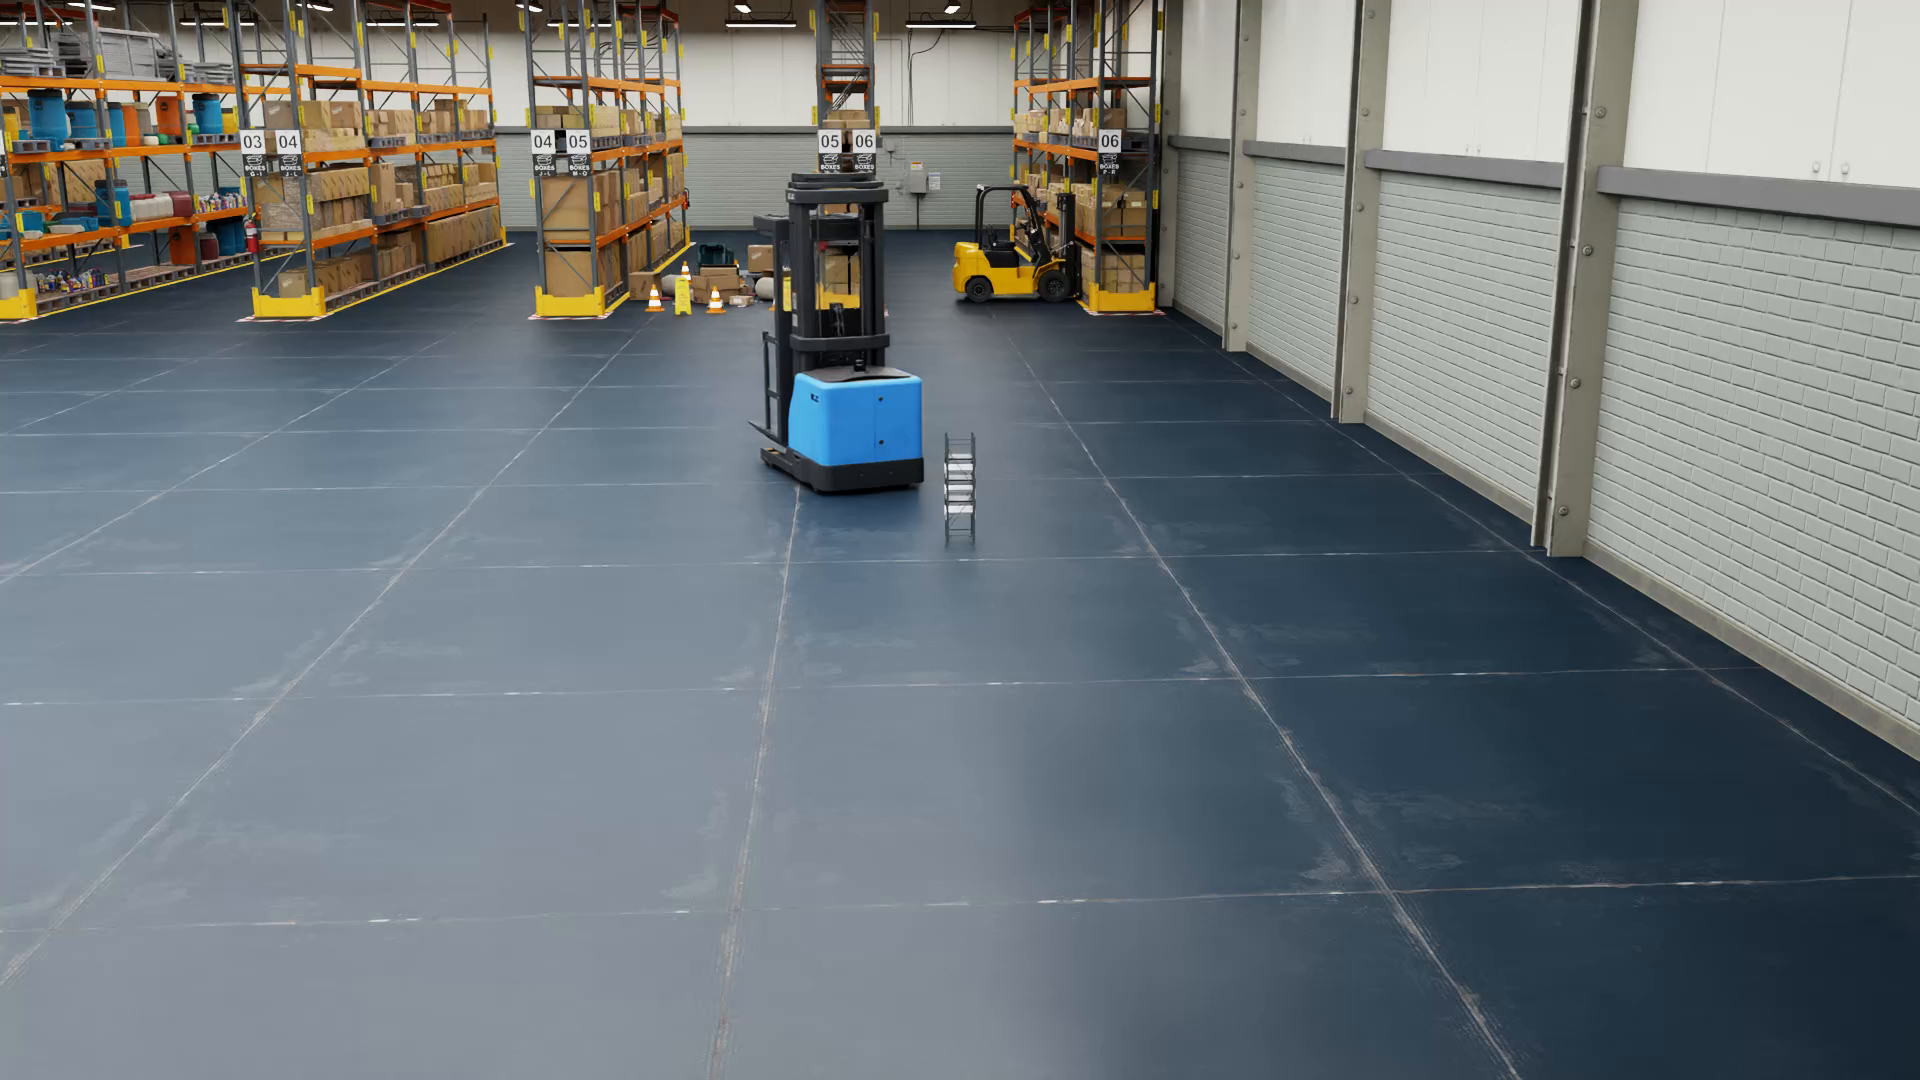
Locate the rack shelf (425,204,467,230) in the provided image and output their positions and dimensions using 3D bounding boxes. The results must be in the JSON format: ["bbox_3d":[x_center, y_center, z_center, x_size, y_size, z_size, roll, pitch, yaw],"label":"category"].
[{"bbox_3d":[-12.510,-7.566,38.856,1.077,0.370,4.000,-1,14,-3],"label":"rack shelf"}]

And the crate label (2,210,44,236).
[{"bbox_3d":[-17.218,-5.821,30.561,0.502,0.435,0.616,-1,14,-3],"label":"crate label"}]

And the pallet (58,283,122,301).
[{"bbox_3d":[-17.082,-4.827,32.365,1.003,0.211,1.213,-1,14,-3],"label":"pallet"}]

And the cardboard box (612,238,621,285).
[{"bbox_3d":[-7.213,-5.490,32.767,0.875,0.875,0.875,-1,14,-3],"label":"cardboard box"}]

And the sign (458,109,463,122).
[{"bbox_3d":[-12.093,-10.278,40.264,0.100,0.325,0.005,-1,14,-3],"label":"sign"}]

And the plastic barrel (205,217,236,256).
[{"bbox_3d":[-17.517,-7.211,39.400,0.600,0.901,0.708,-1,14,-3],"label":"plastic barrel"}]

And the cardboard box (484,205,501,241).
[{"bbox_3d":[-12.763,-8.423,44.164,0.875,0.875,0.875,-1,14,-3],"label":"cardboard box"}]

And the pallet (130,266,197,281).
[{"bbox_3d":[-17.321,-5.797,36.132,1.003,0.211,1.213,-1,14,-3],"label":"pallet"}]

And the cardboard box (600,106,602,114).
[{"bbox_3d":[-6.699,-7.788,30.118,0.380,0.149,0.250,-1,14,-4],"label":"cardboard box"}]

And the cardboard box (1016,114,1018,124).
[{"bbox_3d":[1.752,-11.162,44.070,0.500,0.250,0.500,-1,14,-4],"label":"cardboard box"}]

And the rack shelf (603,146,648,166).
[{"bbox_3d":[-7.306,-8.075,34.815,1.077,0.370,4.000,-1,14,-3],"label":"rack shelf"}]

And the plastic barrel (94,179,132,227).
[{"bbox_3d":[-16.804,-6.689,32.998,0.600,0.901,0.708,-1,14,-3],"label":"plastic barrel"}]

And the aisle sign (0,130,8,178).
[{"bbox_3d":[-16.537,-6.596,28.427,0.394,0.787,0.004,-1,14,-3],"label":"aisle sign"}]

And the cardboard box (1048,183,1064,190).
[{"bbox_3d":[2.184,-7.926,37.310,0.380,0.149,0.250,0,14,-2],"label":"cardboard box"}]

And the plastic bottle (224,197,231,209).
[{"bbox_3d":[-17.154,-7.875,38.861,0.152,0.276,0.135,-1,14,-3],"label":"plastic bottle"}]

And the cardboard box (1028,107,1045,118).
[{"bbox_3d":[1.881,-10.489,40.787,0.396,0.266,0.258,-1,14,-4],"label":"cardboard box"}]

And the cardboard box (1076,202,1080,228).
[{"bbox_3d":[2.554,-6.331,32.413,0.500,0.500,0.500,-1,14,-4],"label":"cardboard box"}]

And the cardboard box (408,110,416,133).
[{"bbox_3d":[-12.107,-9.045,35.938,0.500,0.500,0.500,-1,14,-2],"label":"cardboard box"}]

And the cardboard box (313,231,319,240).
[{"bbox_3d":[-11.667,-5.443,29.664,0.380,0.149,0.250,-1,14,-3],"label":"cardboard box"}]

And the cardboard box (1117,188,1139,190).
[{"bbox_3d":[3.174,-6.576,31.465,0.380,0.149,0.250,-1,14,-5],"label":"cardboard box"}]

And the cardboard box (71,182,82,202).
[{"bbox_3d":[-22.345,-8.691,41.583,0.500,0.500,0.500,-1,14,-4],"label":"cardboard box"}]

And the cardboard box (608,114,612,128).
[{"bbox_3d":[-6.835,-7.881,31.277,0.500,0.250,0.500,-1,14,-4],"label":"cardboard box"}]

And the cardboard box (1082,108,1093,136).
[{"bbox_3d":[2.722,-7.921,31.522,0.797,0.503,0.637,0,14,-2],"label":"cardboard box"}]

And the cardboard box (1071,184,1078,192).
[{"bbox_3d":[2.430,-7.075,33.406,0.380,0.149,0.250,-1,14,-2],"label":"cardboard box"}]

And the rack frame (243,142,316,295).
[{"bbox_3d":[-11.891,-5.427,29.100,1.000,3.000,0.127,-1,14,-3],"label":"rack frame"}]

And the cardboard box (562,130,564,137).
[{"bbox_3d":[-7.339,-7.328,29.930,0.380,0.149,0.250,-1,14,-3],"label":"cardboard box"}]

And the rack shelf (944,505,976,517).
[{"bbox_3d":[0.000,-0.231,13.975,0.258,0.077,0.200,-1,14,-3],"label":"rack shelf"}]

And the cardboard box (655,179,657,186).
[{"bbox_3d":[-7.398,-8.478,39.426,0.380,0.149,0.250,-1,14,-5],"label":"cardboard box"}]

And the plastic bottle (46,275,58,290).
[{"bbox_3d":[-17.262,-4.888,31.588,0.152,0.276,0.135,-1,14,-3],"label":"plastic bottle"}]

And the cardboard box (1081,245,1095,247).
[{"bbox_3d":[2.487,-5.632,32.567,0.500,0.250,0.500,0,14,-2],"label":"cardboard box"}]

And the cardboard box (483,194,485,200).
[{"bbox_3d":[-12.437,-8.821,42.795,0.380,0.149,0.250,-1,14,-2],"label":"cardboard box"}]

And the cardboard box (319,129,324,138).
[{"bbox_3d":[-11.692,-7.329,29.971,0.380,0.149,0.250,-1,14,-4],"label":"cardboard box"}]

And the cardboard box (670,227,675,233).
[{"bbox_3d":[-7.488,-7.923,42.486,0.380,0.149,0.250,-1,14,-2],"label":"cardboard box"}]

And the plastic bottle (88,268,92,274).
[{"bbox_3d":[-16.898,-5.118,32.331,0.144,0.351,0.185,-1,14,-3],"label":"plastic bottle"}]

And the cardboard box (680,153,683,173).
[{"bbox_3d":[-7.649,-10.025,44.164,0.500,0.500,0.500,-1,14,-5],"label":"cardboard box"}]

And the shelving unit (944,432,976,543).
[{"bbox_3d":[0.000,-0.438,13.922,0.258,0.900,0.210,-1,14,-3],"label":"shelving unit"}]

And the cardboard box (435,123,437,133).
[{"bbox_3d":[-12.656,-9.750,39.218,0.500,0.311,0.500,-1,14,-5],"label":"cardboard box"}]

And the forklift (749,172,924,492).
[{"bbox_3d":[-1.397,-2.193,16.669,1.130,2.935,3.031,-6,16,-23],"label":"forklift"}]

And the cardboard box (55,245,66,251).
[{"bbox_3d":[-22.332,-7.278,40.807,0.500,0.311,0.500,-1,14,-3],"label":"cardboard box"}]

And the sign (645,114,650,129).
[{"bbox_3d":[-6.875,-9.216,36.610,0.100,0.325,0.005,-1,14,-3],"label":"sign"}]

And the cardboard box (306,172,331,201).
[{"bbox_3d":[-11.677,-6.369,29.958,0.500,0.500,0.500,-1,14,-3],"label":"cardboard box"}]

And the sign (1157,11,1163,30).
[{"bbox_3d":[3.508,-9.099,29.140,0.100,0.325,0.005,-1,14,-3],"label":"sign"}]

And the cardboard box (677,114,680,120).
[{"bbox_3d":[-7.612,-11.195,43.995,0.380,0.149,0.250,-1,14,-4],"label":"cardboard box"}]

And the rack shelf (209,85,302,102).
[{"bbox_3d":[-17.702,-11.196,41.727,1.077,0.370,4.000,-1,14,-3],"label":"rack shelf"}]

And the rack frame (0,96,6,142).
[{"bbox_3d":[-16.834,-8.256,28.055,1.000,3.000,0.127,-1,14,-3],"label":"rack frame"}]

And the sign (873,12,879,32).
[{"bbox_3d":[-1.458,-8.985,28.853,0.100,0.325,0.005,-1,14,-3],"label":"sign"}]

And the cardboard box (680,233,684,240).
[{"bbox_3d":[-7.568,-8.090,44.330,0.380,0.149,0.250,0,14,-2],"label":"cardboard box"}]

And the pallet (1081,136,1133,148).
[{"bbox_3d":[2.857,-7.548,31.500,1.003,0.211,1.213,-1,14,-3],"label":"pallet"}]

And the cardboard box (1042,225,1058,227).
[{"bbox_3d":[2.156,-7.465,39.893,0.380,0.149,0.250,-1,14,-3],"label":"cardboard box"}]

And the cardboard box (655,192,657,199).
[{"bbox_3d":[-7.372,-8.125,39.247,0.380,0.149,0.250,0,14,-1],"label":"cardboard box"}]

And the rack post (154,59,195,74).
[{"bbox_3d":[-17.416,-10.389,36.495,0.954,0.300,0.937,-1,14,-3],"label":"rack post"}]

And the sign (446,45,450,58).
[{"bbox_3d":[-13.436,-12.834,43.655,0.100,0.325,0.005,-1,14,-3],"label":"sign"}]

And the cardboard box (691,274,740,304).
[{"bbox_3d":[-4.636,-4.769,31.552,0.797,0.503,0.637,-13,20,-42],"label":"cardboard box"}]

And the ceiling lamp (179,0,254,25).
[{"bbox_3d":[-20.439,-15.692,45.241,2.000,3.185,0.800,-1,14,-3],"label":"ceiling lamp"}]

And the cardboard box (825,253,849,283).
[{"bbox_3d":[-2.310,-5.010,30.650,0.500,0.500,0.500,-1,14,-3],"label":"cardboard box"}]

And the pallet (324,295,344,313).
[{"bbox_3d":[-11.911,-4.298,30.308,1.003,0.211,1.213,-1,14,-3],"label":"pallet"}]
